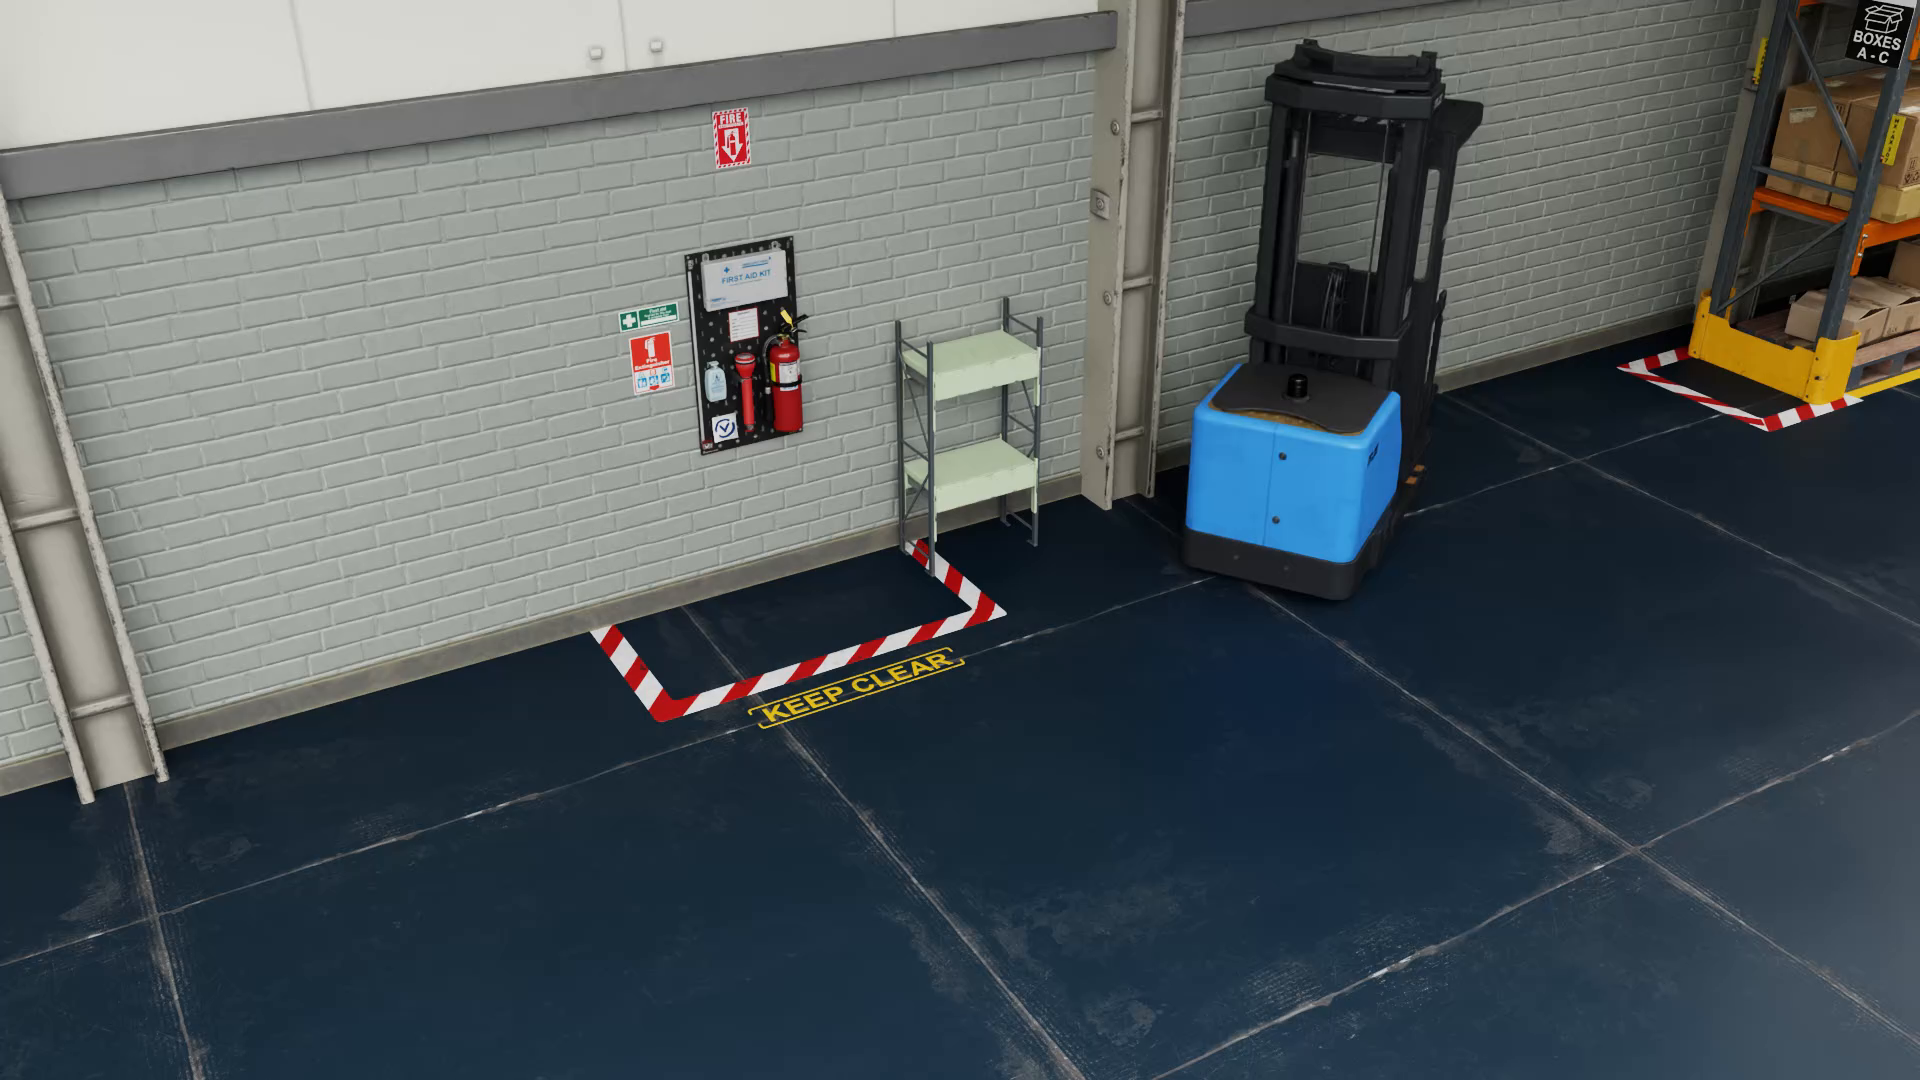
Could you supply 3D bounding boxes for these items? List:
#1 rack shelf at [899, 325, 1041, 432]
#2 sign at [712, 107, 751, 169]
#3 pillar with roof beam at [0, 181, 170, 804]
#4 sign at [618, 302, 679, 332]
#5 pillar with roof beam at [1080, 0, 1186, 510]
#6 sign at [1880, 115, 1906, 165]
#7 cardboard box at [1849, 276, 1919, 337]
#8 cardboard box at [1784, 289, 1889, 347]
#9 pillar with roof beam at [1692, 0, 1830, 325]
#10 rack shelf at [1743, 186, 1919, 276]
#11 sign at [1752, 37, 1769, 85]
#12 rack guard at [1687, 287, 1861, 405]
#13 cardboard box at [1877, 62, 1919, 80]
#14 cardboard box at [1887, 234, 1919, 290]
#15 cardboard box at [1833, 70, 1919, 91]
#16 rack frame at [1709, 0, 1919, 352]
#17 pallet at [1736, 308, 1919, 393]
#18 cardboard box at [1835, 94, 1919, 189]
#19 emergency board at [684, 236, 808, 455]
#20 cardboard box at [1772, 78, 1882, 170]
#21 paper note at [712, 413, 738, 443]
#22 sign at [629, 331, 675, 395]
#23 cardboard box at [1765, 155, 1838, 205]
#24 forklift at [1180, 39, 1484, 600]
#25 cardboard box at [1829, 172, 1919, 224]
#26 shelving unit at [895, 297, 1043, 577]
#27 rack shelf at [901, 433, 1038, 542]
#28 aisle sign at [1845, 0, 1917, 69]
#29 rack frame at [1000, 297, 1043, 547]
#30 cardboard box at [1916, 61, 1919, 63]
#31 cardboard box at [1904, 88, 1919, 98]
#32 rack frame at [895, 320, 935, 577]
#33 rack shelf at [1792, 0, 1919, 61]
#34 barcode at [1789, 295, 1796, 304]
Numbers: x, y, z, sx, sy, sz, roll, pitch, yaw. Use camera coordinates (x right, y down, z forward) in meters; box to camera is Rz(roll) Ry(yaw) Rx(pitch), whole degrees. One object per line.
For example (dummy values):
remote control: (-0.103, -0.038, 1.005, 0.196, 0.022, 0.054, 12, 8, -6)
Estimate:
rack shelf: (0.053, -0.951, 9.712, 0.720, 0.370, 0.431, -16, 33, -27)
sign: (-1.182, -2.082, 8.617, 0.199, 0.298, 0.001, -16, 33, -26)
pillar with roof beam: (-1.966, -0.981, 2.812, 0.400, 9.000, 9.100, -16, 33, -26)
sign: (-1.645, -1.180, 8.796, 0.331, 0.109, 0.001, -16, 33, -26)
pillar with roof beam: (3.207, -2.449, 5.473, 0.400, 9.000, 9.100, -16, 33, -26)
sign: (6.308, -2.706, 11.252, 0.005, 0.325, 0.100, -16, 33, -26)
cardboard box: (7.167, -1.840, 12.905, 0.500, 0.311, 0.500, -13, 31, -22)
cardboard box: (6.675, -1.701, 12.653, 0.500, 0.311, 0.500, -20, 35, -32)
pillar with roof beam: (8.380, -3.918, 8.135, 0.400, 9.000, 9.100, -16, 33, -26)
rack shelf: (7.758, -2.728, 12.931, 4.000, 0.370, 1.077, -16, 33, -26)
sign: (5.769, -3.435, 11.942, 0.005, 0.325, 0.100, -16, 33, -26)
rack guard: (6.099, -1.477, 12.508, 0.348, 0.500, 1.175, -16, 33, -26)
cardboard box: (7.215, -3.276, 12.538, 0.500, 0.500, 0.500, -17, 33, -28)
cardboard box: (7.825, -2.082, 13.147, 0.500, 0.500, 0.700, -18, 34, -29)
cardboard box: (6.771, -3.148, 12.306, 0.500, 0.500, 0.500, -15, 32, -26)
rack frame: (6.033, -2.553, 11.870, 0.127, 3.000, 1.000, -16, 33, -26)
pallet: (6.817, -1.535, 12.911, 1.213, 0.211, 1.003, -16, 33, -26)
cardboard box: (6.597, -2.816, 11.705, 0.500, 0.500, 0.500, -16, 33, -26)
emergency board: (-1.124, -1.027, 9.105, 0.643, 1.169, 0.194, -16, 33, -26)
cardboard box: (6.332, -3.029, 12.090, 0.500, 0.500, 0.500, -16, 33, -27)
paper note: (-1.312, -0.627, 9.292, 0.142, 0.148, 0.016, -16, 33, -26)
sign: (-1.653, -0.950, 8.929, 0.234, 0.329, 0.001, -16, 33, -26)
cardboard box: (6.338, -2.692, 12.255, 0.500, 0.250, 0.500, -15, 32, -26)
forklift: (2.437, -1.622, 10.253, 1.130, 2.935, 3.031, 14, 32, 23)
cardboard box: (6.615, -2.484, 11.878, 0.500, 0.250, 0.500, -17, 33, -28)
shelving unit: (0.053, -0.609, 9.900, 0.755, 1.500, 0.431, -16, 33, -27)
rack shelf: (0.053, -0.324, 10.058, 0.720, 0.370, 0.431, -16, 33, -27)
aisle sign: (6.123, -3.549, 10.984, 0.004, 0.787, 0.394, -16, 33, -26)
rack frame: (0.367, -0.700, 10.065, 0.023, 1.500, 0.400, -16, 33, -27)
cardboard box: (7.649, -3.399, 12.762, 0.500, 0.500, 0.500, -15, 32, -26)
cardboard box: (7.028, -2.933, 11.917, 0.500, 0.500, 0.500, -16, 33, -26)
rack frame: (-0.261, -0.519, 9.735, 0.023, 1.500, 0.400, -16, 33, -27)
rack shelf: (7.758, -4.041, 12.206, 4.000, 0.370, 1.077, -16, 33, -26)
barcode: (6.488, -1.876, 12.960, 0.075, 0.075, 0.001, -16, 33, -26)
